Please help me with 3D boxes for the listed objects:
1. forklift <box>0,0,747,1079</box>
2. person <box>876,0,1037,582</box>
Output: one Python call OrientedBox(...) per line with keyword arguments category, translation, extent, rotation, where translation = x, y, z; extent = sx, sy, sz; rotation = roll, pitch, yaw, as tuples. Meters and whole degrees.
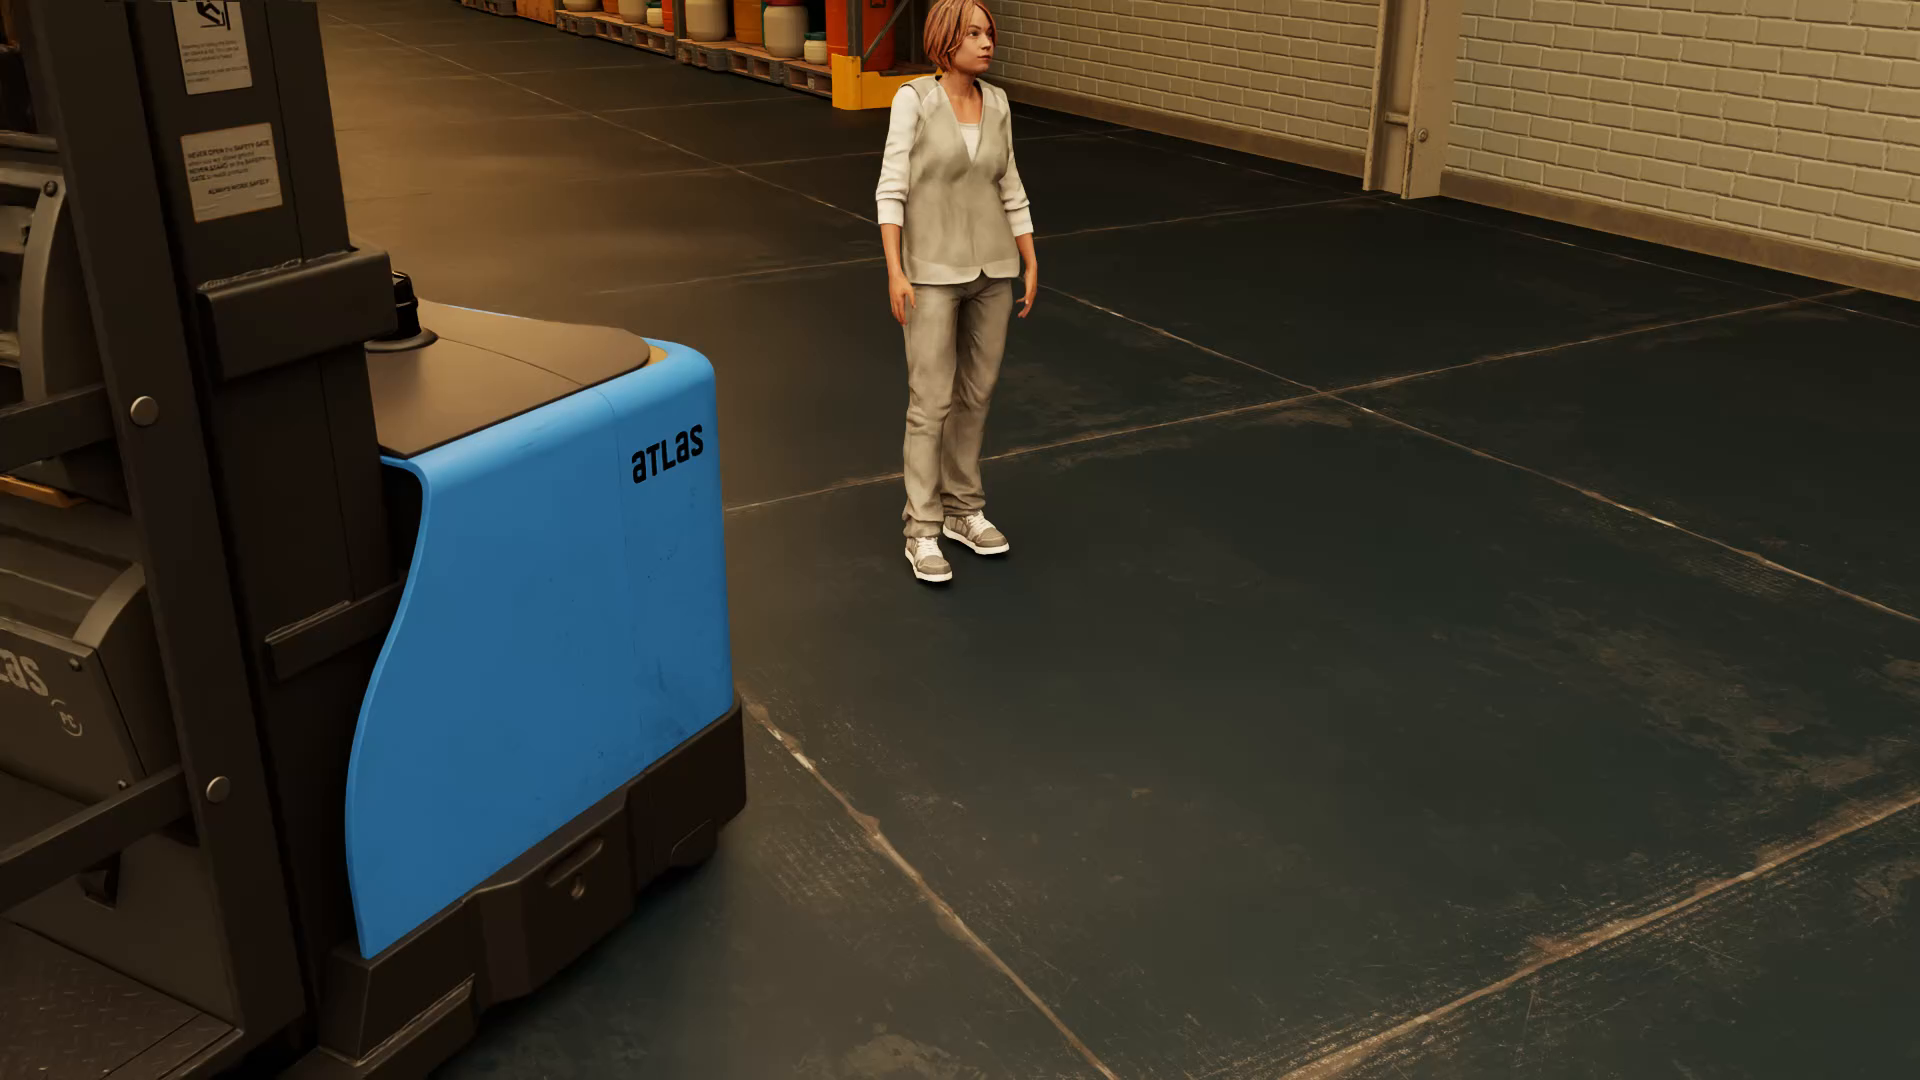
OrientedBox(category="forklift", translation=(-1.617, -0.337, 2.095), extent=(1.130, 2.935, 3.031), rotation=(12, 25, 27))
OrientedBox(category="person", translation=(0.026, -0.711, 4.765), extent=(0.521, 1.584, 0.473), rotation=(-12, 25, -28))
